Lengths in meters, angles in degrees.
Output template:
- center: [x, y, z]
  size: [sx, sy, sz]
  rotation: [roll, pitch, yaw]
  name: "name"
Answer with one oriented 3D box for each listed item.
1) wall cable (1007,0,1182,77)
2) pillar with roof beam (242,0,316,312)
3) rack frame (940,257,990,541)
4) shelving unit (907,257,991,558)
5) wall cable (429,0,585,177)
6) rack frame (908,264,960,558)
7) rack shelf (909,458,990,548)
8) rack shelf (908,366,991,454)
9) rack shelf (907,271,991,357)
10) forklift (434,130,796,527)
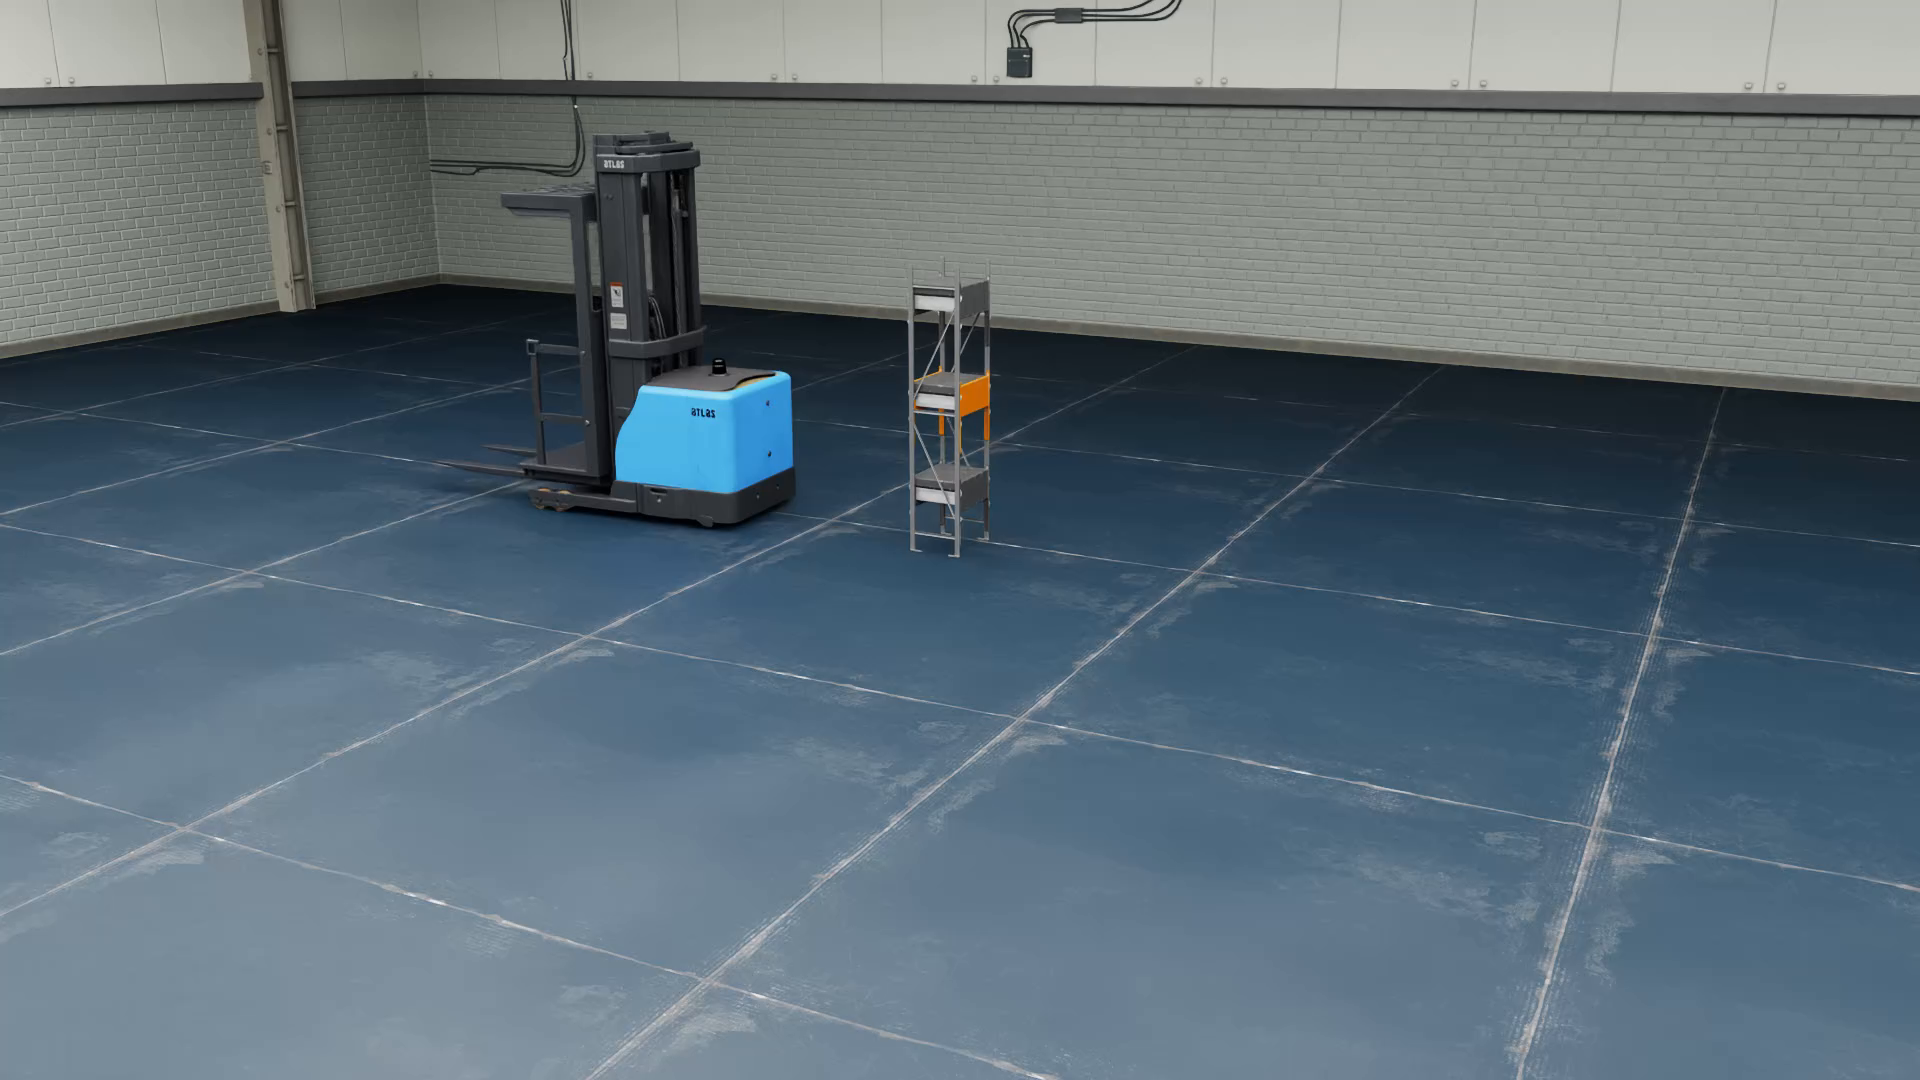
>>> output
- center: [1.633, -8.566, 19.586]
  size: [2.305, 6.003, 0.169]
  rotation: [8, 18, 25]
  name: "wall cable"
- center: [-5.501, -7.018, 20.347]
  size: [9.100, 9.000, 0.400]
  rotation: [8, 18, 25]
  name: "pillar with roof beam"
- center: [0.035, -1.027, 12.293]
  size: [0.400, 2.100, 0.015]
  rotation: [8, 18, 25]
  name: "rack frame"
- center: [-0.074, -0.964, 12.083]
  size: [0.431, 2.100, 0.503]
  rotation: [8, 18, 25]
  name: "shelving unit"
- center: [-6.853, -6.659, 24.593]
  size: [3.097, 2.526, 0.112]
  rotation: [8, 18, 25]
  name: "wall cable"
- center: [-0.183, -0.902, 11.874]
  size: [0.400, 2.100, 0.015]
  rotation: [8, 18, 25]
  name: "rack frame"
- center: [-0.074, -0.280, 12.287]
  size: [0.431, 0.518, 0.480]
  rotation: [8, 18, 25]
  name: "rack shelf"
- center: [-0.074, -0.951, 12.087]
  size: [0.431, 0.518, 0.480]
  rotation: [8, 18, 25]
  name: "rack shelf"
- center: [-0.074, -1.622, 11.888]
  size: [0.431, 0.518, 0.480]
  rotation: [8, 18, 25]
  name: "rack shelf"
- center: [-2.897, -1.761, 13.307]
  size: [3.031, 2.935, 1.130]
  rotation: [7, 18, 23]
  name: "forklift"
